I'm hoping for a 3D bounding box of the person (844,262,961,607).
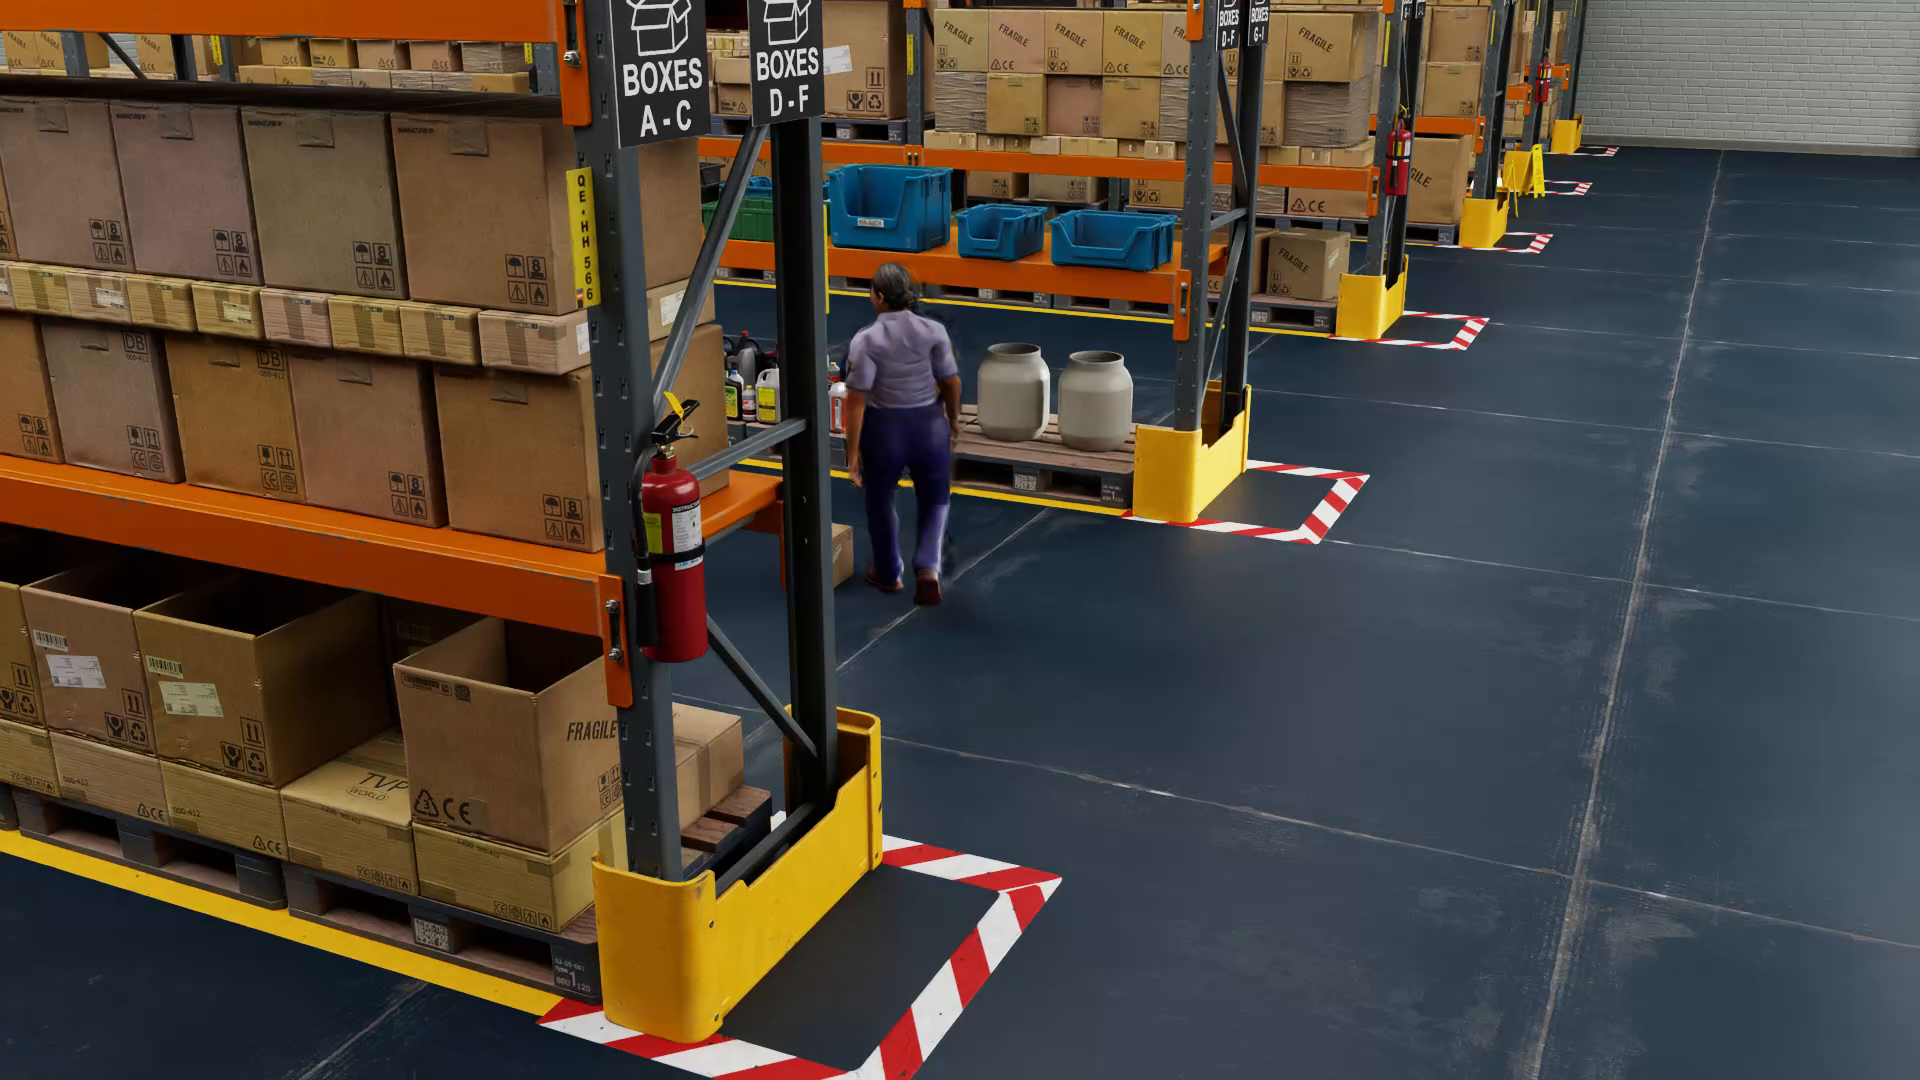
[{"bbox_3d":[-0.257,-0.471,7.460,0.550,1.601,0.800,-3,19,-10],"label":"person"}]
